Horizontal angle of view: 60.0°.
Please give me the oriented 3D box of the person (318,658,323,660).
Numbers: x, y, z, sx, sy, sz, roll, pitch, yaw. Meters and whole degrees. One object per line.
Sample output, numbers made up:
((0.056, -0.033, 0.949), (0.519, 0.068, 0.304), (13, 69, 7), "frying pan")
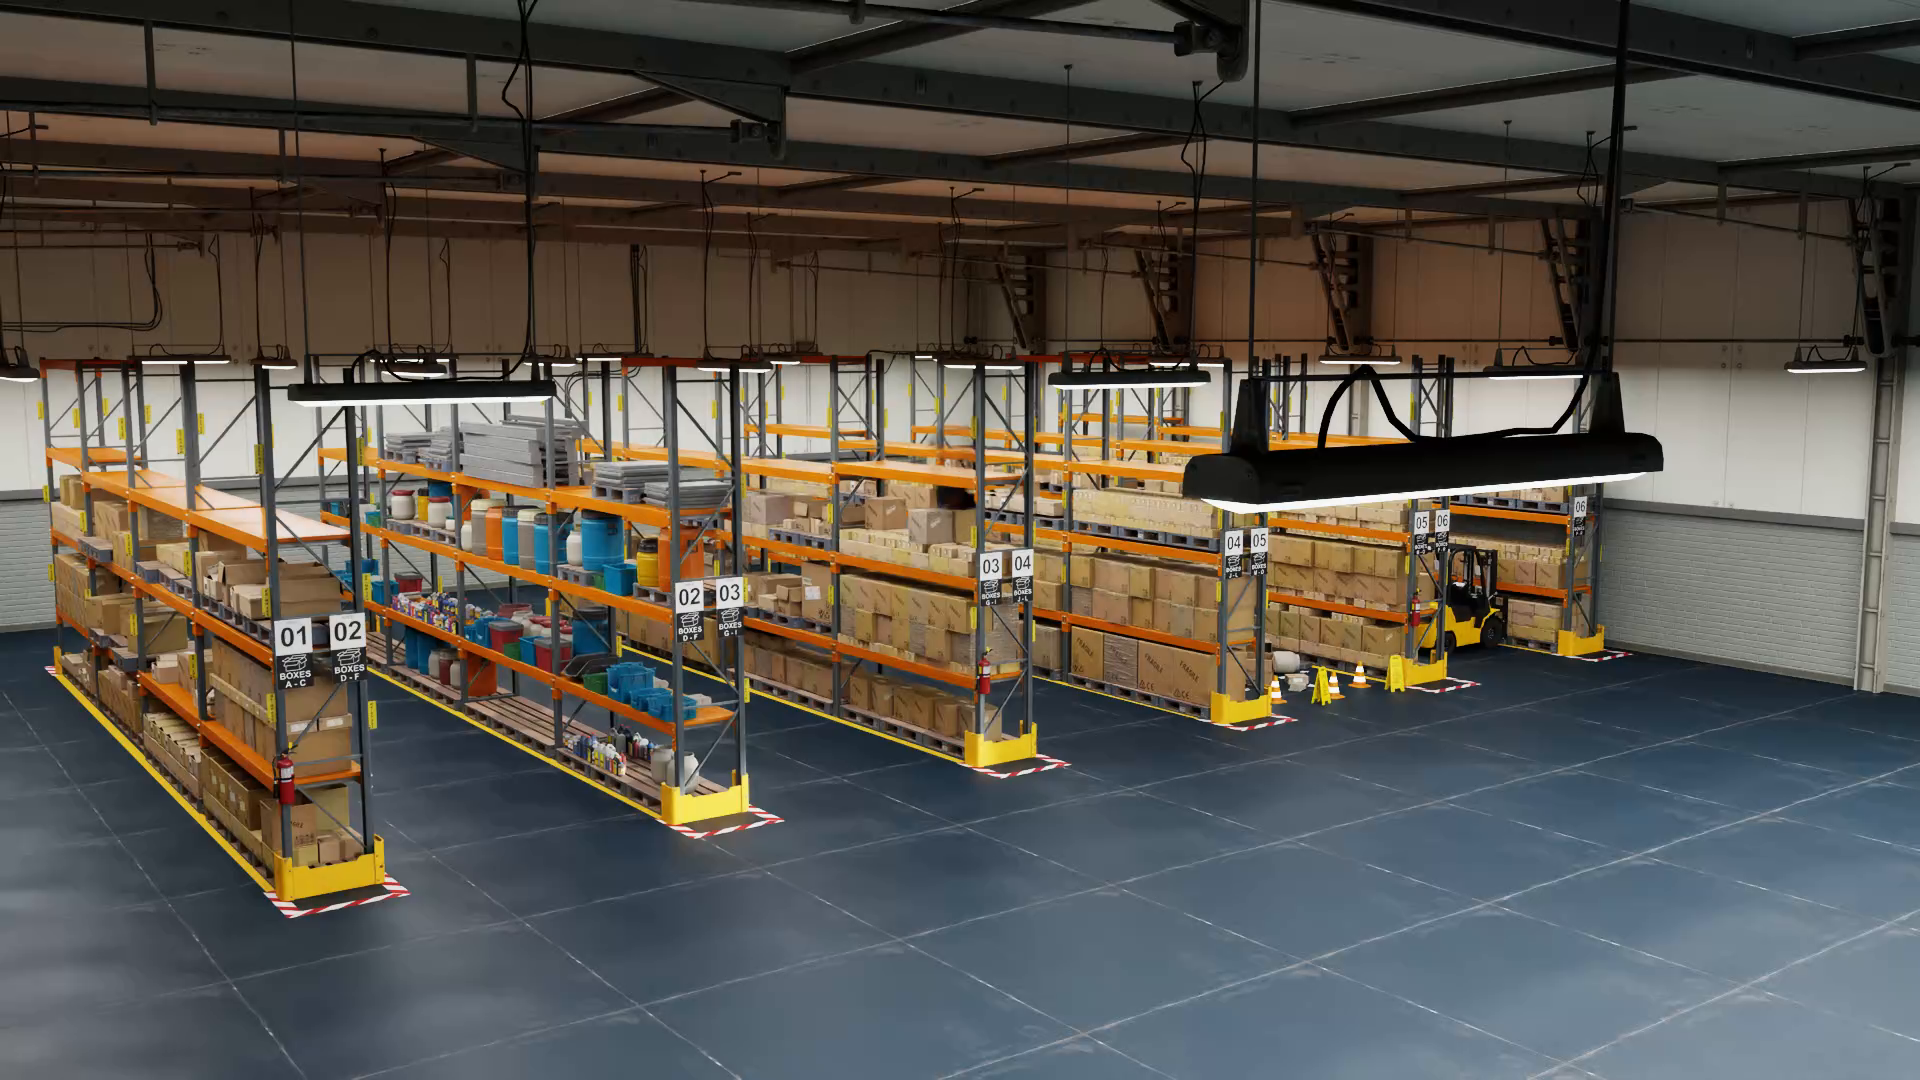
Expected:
((-11.030, 2.072, 28.234), (0.656, 1.751, 0.673), (6, 9, 43), "person")

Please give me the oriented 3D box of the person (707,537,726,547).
((-6.076, 0.546, 41.248), (0.757, 1.680, 0.675), (6, 9, 39), "person")
